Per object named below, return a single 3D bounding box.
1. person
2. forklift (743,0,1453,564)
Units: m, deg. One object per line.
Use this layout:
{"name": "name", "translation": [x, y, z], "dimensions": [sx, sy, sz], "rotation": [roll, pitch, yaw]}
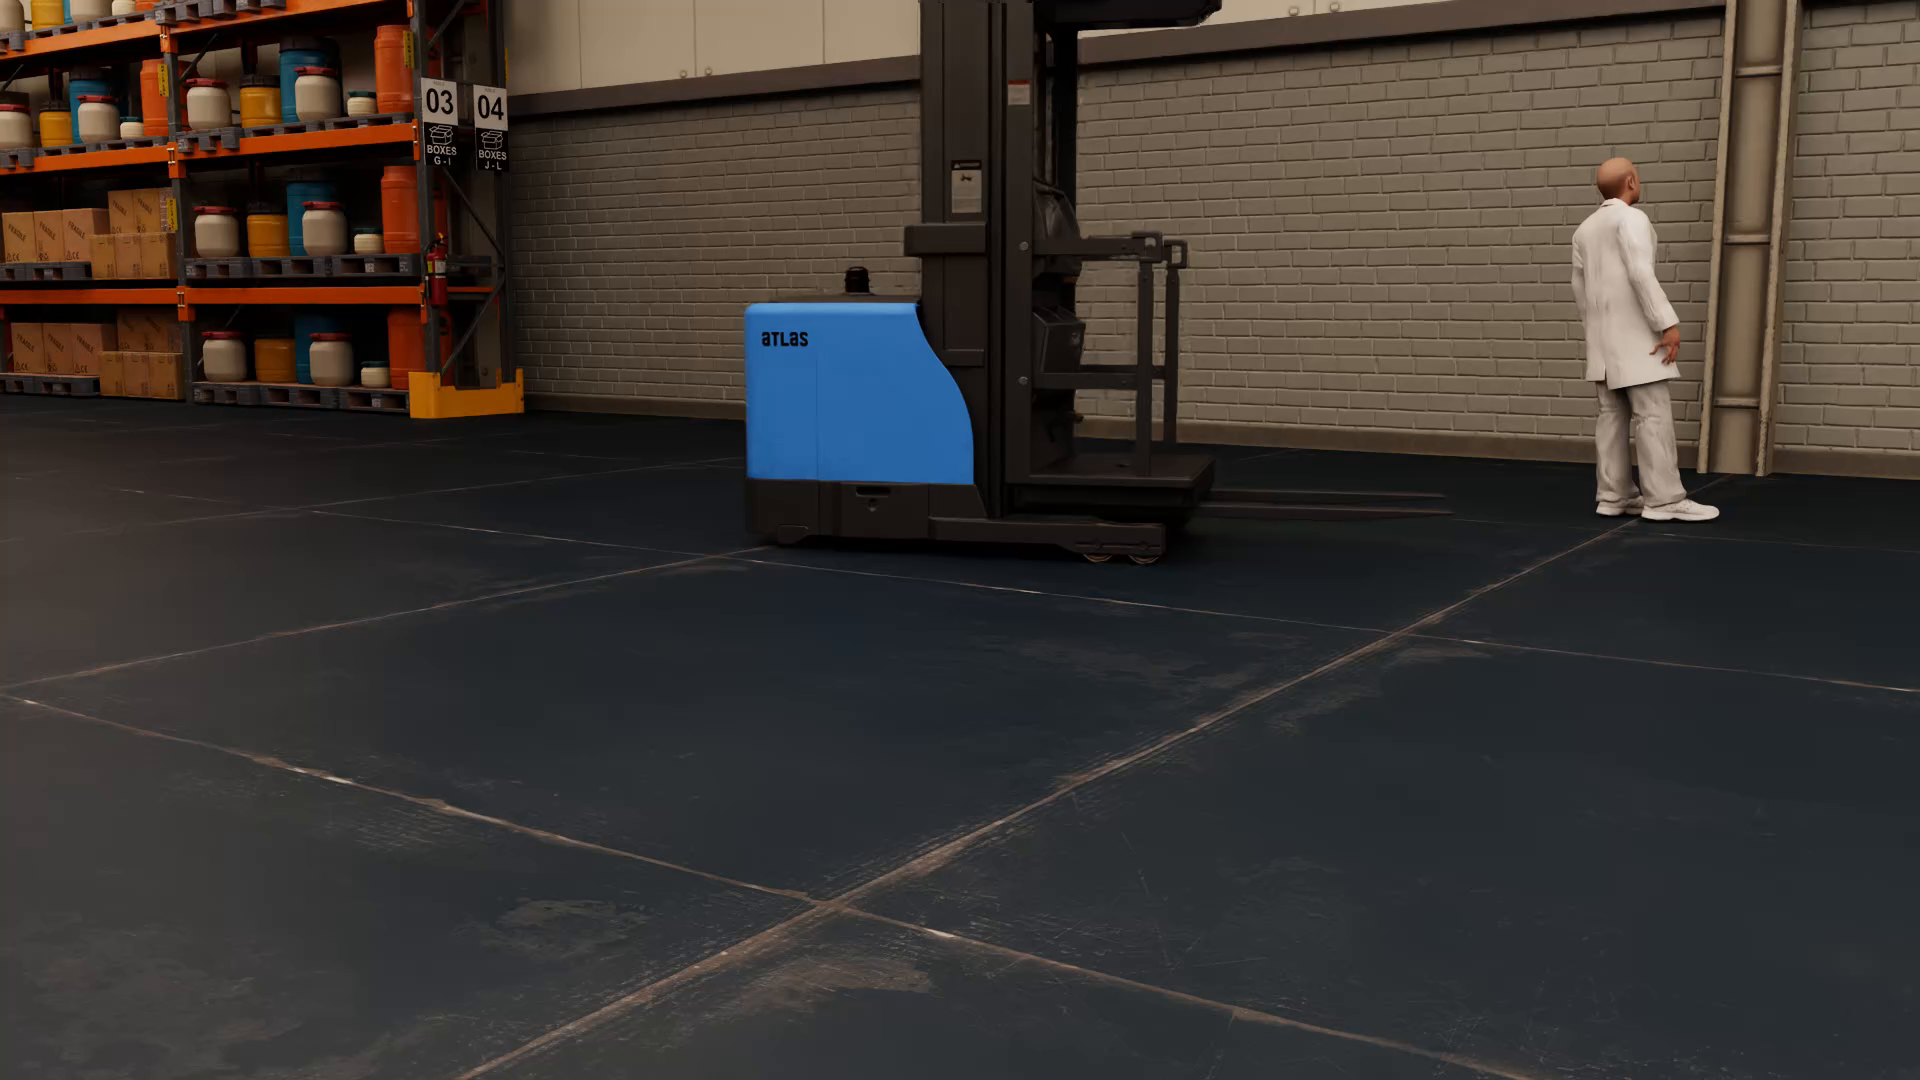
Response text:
{"name": "person", "translation": [3.409, -1.006, 8.316], "dimensions": [0.581, 1.775, 0.694], "rotation": [-2, 8, -12]}
{"name": "forklift", "translation": [0.615, -1.433, 7.271], "dimensions": [3.031, 2.935, 1.130], "rotation": [2, 8, 13]}
